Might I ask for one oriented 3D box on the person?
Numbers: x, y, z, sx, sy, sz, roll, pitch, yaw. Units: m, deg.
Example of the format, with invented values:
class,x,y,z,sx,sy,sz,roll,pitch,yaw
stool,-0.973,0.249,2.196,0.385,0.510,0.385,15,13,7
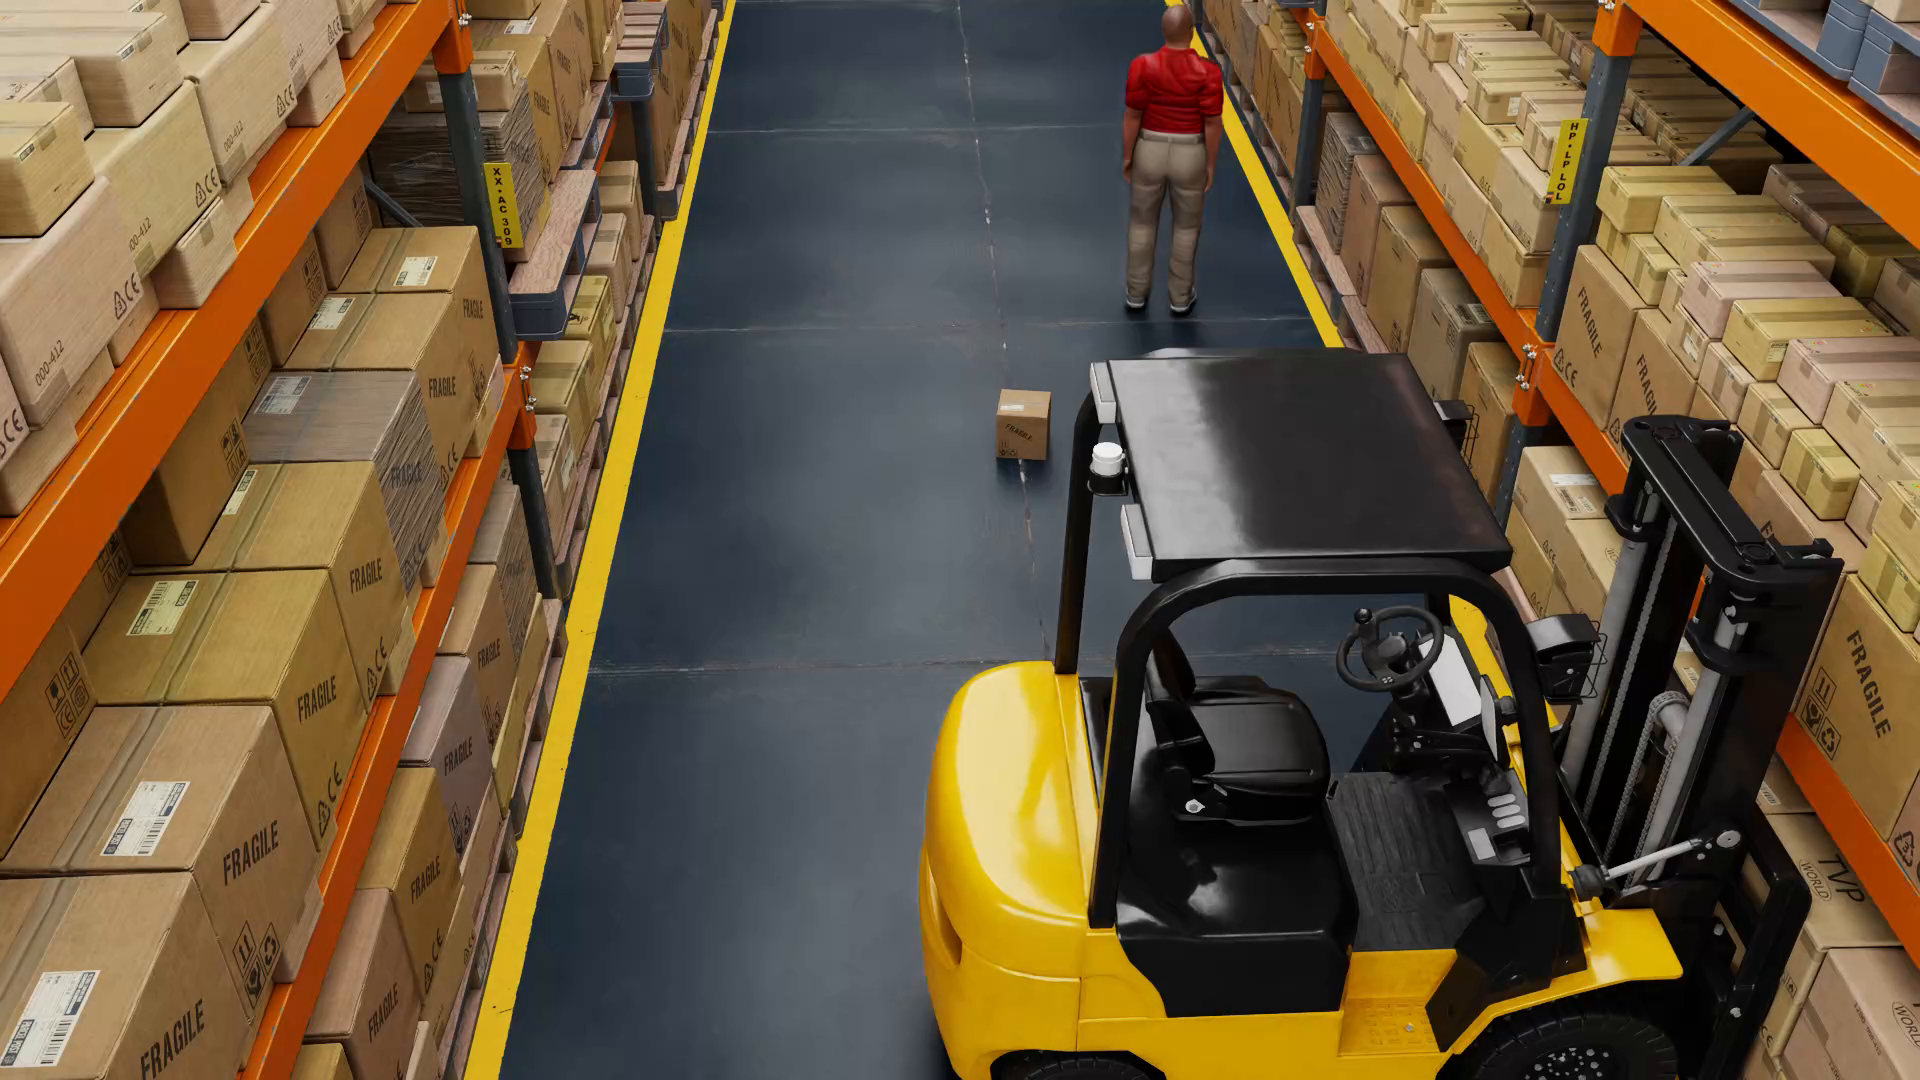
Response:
class,x,y,z,sx,sy,sz,roll,pitch,yaw
person,1.155,-2.078,9.084,0.532,1.726,0.380,8,36,11
